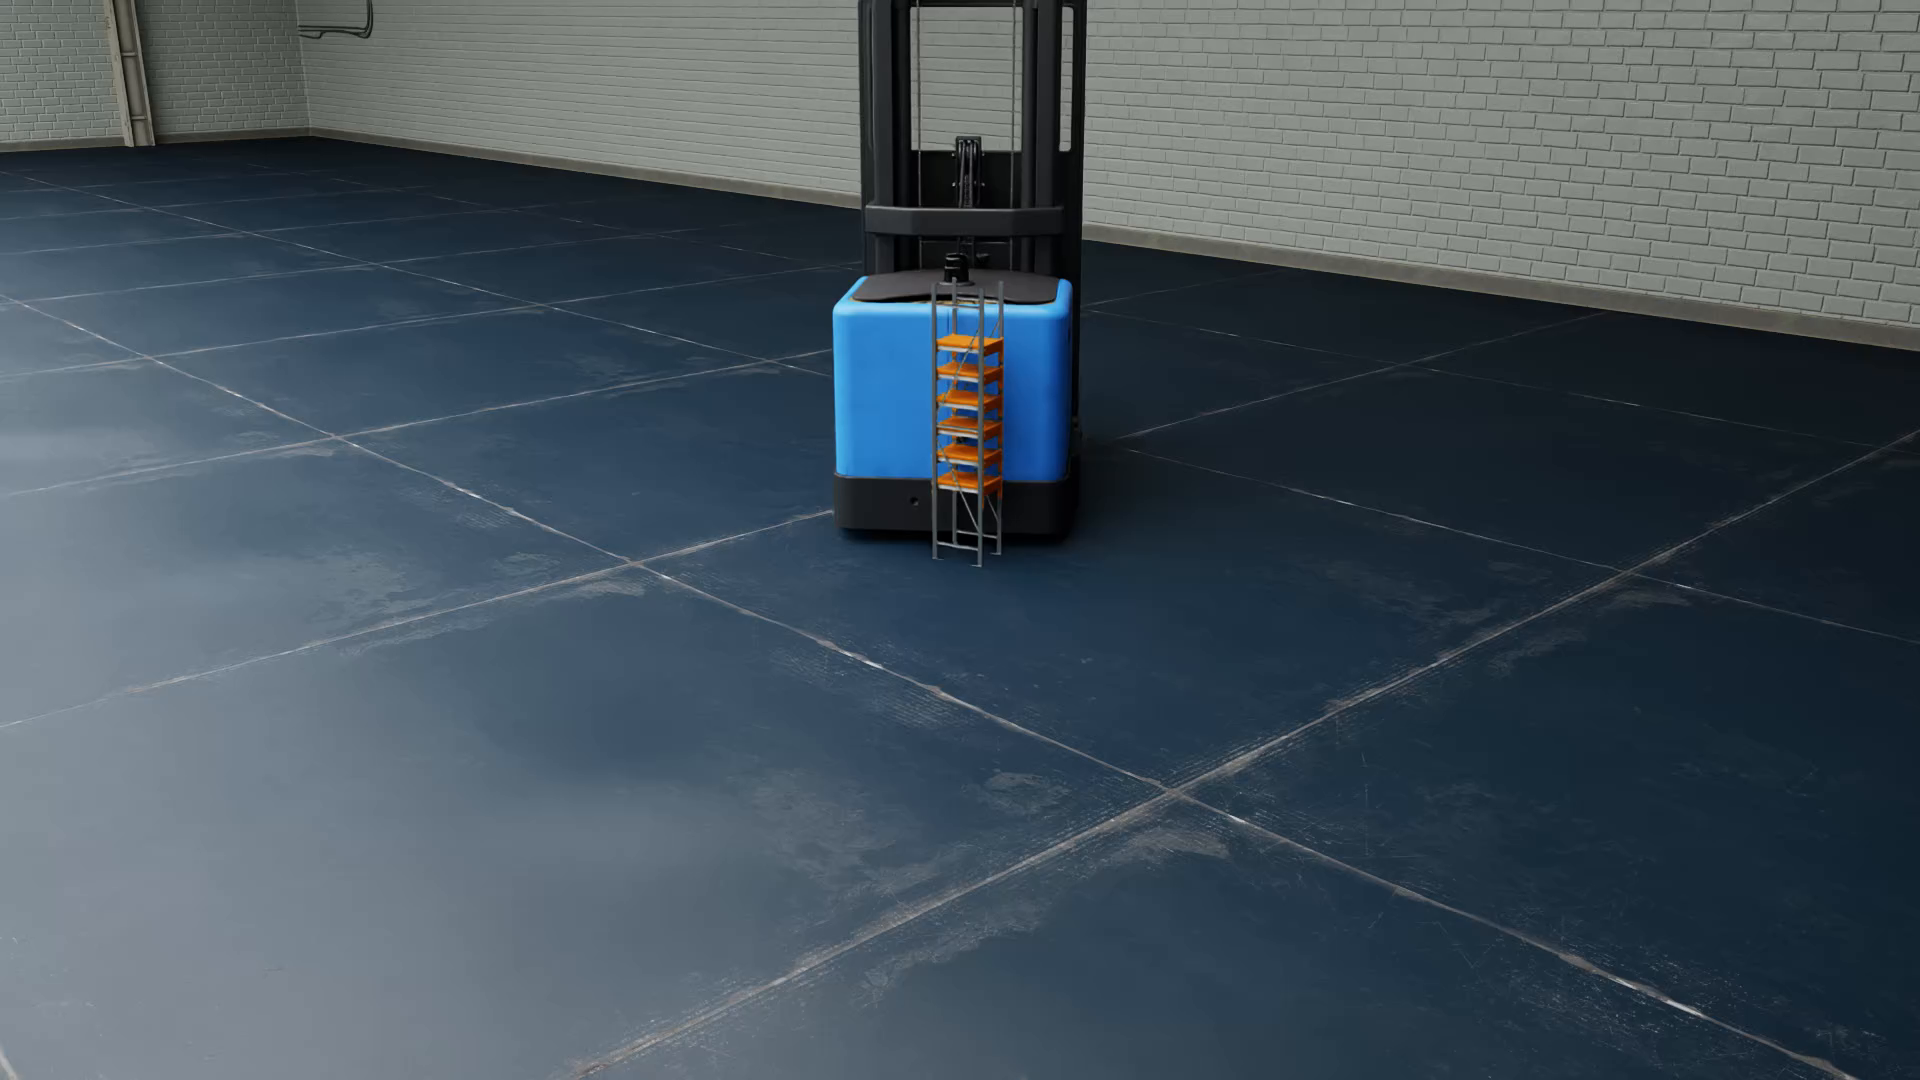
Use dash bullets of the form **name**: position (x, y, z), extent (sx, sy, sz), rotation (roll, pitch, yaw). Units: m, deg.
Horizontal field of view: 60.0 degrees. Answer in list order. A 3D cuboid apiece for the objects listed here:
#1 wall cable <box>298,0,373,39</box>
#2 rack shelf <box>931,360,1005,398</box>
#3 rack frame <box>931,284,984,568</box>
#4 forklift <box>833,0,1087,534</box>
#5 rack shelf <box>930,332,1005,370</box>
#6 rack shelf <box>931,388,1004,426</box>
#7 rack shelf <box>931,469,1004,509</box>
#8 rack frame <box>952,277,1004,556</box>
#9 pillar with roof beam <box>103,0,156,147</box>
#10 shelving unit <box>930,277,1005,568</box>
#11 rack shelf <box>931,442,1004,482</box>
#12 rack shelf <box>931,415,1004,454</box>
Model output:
- **wall cable**: position (-10.709, -9.752, 28.008), extent (0.112, 2.526, 3.097), rotation (-16, 24, -41)
- **rack shelf**: position (0.032, -0.678, 6.994), extent (0.258, 0.103, 0.180), rotation (9, 20, 26)
- **rack frame**: position (-0.010, -0.467, 6.978), extent (0.240, 1.200, 0.006), rotation (9, 20, 26)
- **forklift**: position (0.081, -1.827, 8.368), extent (1.130, 2.935, 3.031), rotation (2, 18, 5)
- **rack shelf**: position (0.032, -0.792, 6.956), extent (0.258, 0.103, 0.180), rotation (9, 20, 26)
- **rack shelf**: position (0.032, -0.564, 7.031), extent (0.258, 0.103, 0.180), rotation (9, 20, 26)
- **rack shelf**: position (0.032, -0.222, 7.143), extent (0.258, 0.103, 0.180), rotation (9, 20, 26)
- **rack frame**: position (0.074, -0.517, 7.132), extent (0.240, 1.200, 0.006), rotation (9, 20, 26)
- **pillar with roof beam**: position (-10.800, -9.937, 23.542), extent (0.400, 9.000, 9.100), rotation (-16, 24, -41)
- **shelving unit**: position (0.032, -0.492, 7.055), extent (0.258, 1.200, 0.189), rotation (9, 20, 26)
- **rack shelf**: position (0.032, -0.336, 7.106), extent (0.258, 0.103, 0.180), rotation (9, 20, 26)
- **rack shelf**: position (0.032, -0.450, 7.068), extent (0.258, 0.103, 0.180), rotation (9, 20, 26)
